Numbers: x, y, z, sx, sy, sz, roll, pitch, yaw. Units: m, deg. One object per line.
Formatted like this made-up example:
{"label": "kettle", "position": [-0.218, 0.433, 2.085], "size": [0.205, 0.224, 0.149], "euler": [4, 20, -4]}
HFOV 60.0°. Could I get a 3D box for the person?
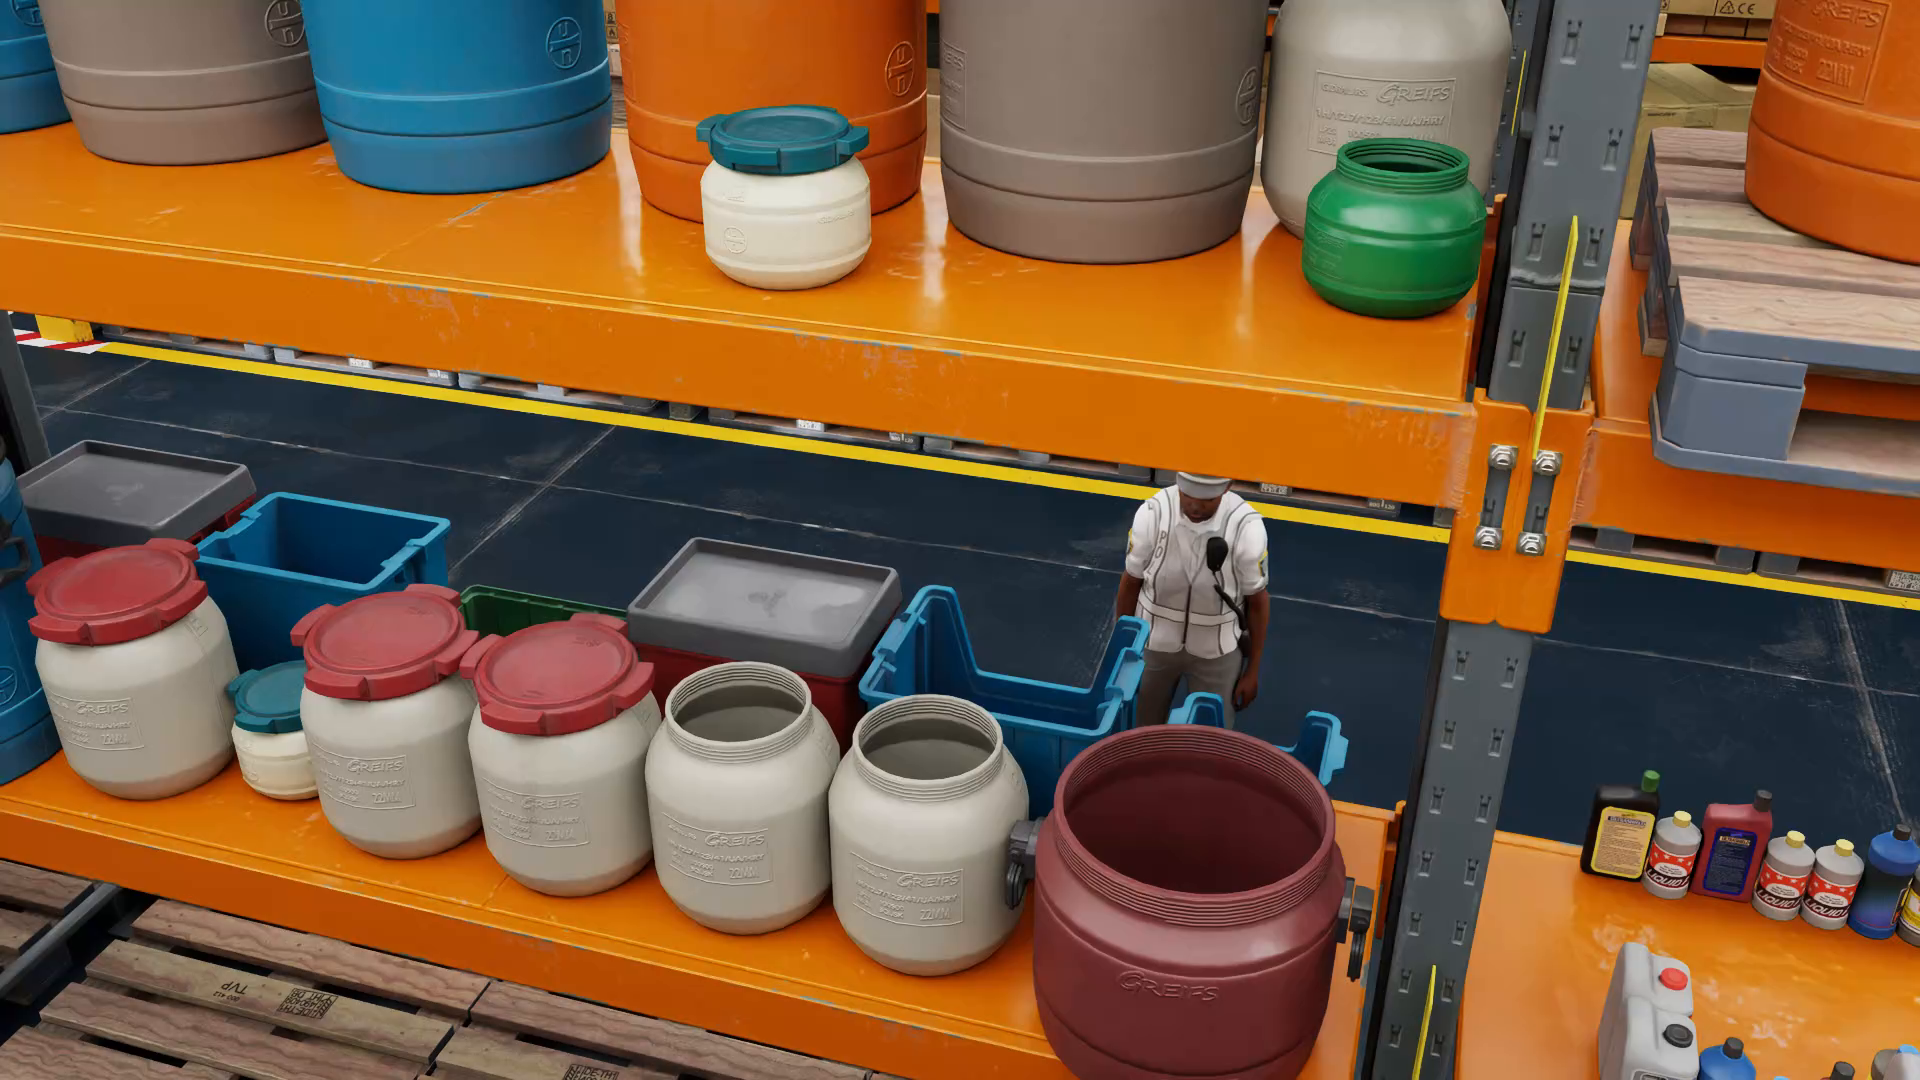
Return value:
{"label": "person", "position": [0.732, 0.392, 5.432], "size": [0.509, 1.659, 0.414], "euler": [9, 30, 15]}
